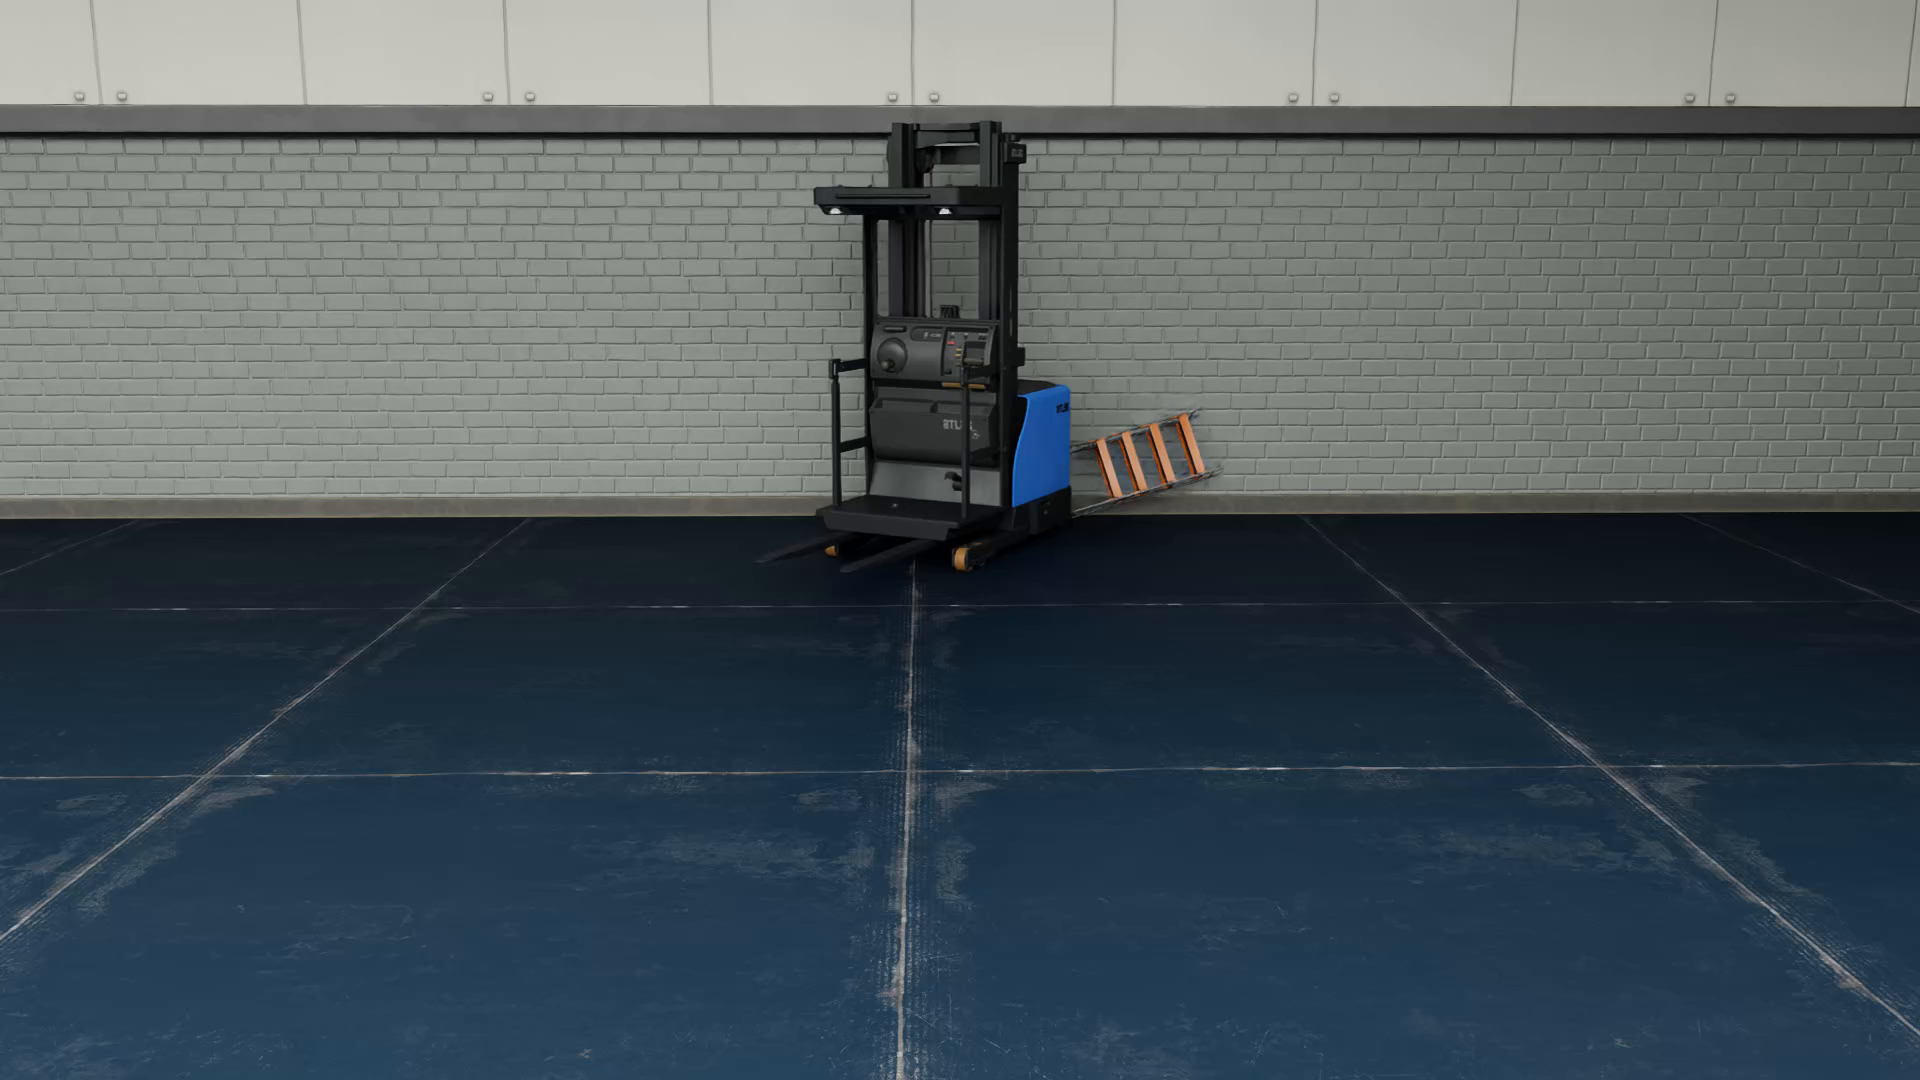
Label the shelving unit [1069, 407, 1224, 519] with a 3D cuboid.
[{"bbox_3d":[1.356,-0.589,12.723,1.200,0.503,0.258,-16,-10,-3],"label":"shelving unit"}]

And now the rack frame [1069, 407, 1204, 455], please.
[{"bbox_3d":[1.287,-0.819,12.766,1.200,0.015,0.240,-16,-10,-3],"label":"rack frame"}]

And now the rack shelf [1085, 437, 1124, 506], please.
[{"bbox_3d":[1.102,-0.514,12.711,0.148,0.480,0.258,-16,-10,-3],"label":"rack shelf"}]

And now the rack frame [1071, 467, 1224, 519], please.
[{"bbox_3d":[1.426,-0.359,12.681,1.200,0.015,0.240,-16,-10,-3],"label":"rack frame"}]

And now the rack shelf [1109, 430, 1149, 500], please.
[{"bbox_3d":[1.292,-0.570,12.720,0.148,0.480,0.258,-16,-10,-3],"label":"rack shelf"}]

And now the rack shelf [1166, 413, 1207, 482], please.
[{"bbox_3d":[1.733,-0.700,12.741,0.148,0.480,0.258,-16,-10,-3],"label":"rack shelf"}]

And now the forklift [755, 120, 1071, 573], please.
[{"bbox_3d":[-0.285,-1.326,11.222,1.130,2.935,3.031,6,13,26],"label":"forklift"}]

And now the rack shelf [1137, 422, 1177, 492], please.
[{"bbox_3d":[1.506,-0.633,12.730,0.148,0.480,0.258,-16,-10,-3],"label":"rack shelf"}]
